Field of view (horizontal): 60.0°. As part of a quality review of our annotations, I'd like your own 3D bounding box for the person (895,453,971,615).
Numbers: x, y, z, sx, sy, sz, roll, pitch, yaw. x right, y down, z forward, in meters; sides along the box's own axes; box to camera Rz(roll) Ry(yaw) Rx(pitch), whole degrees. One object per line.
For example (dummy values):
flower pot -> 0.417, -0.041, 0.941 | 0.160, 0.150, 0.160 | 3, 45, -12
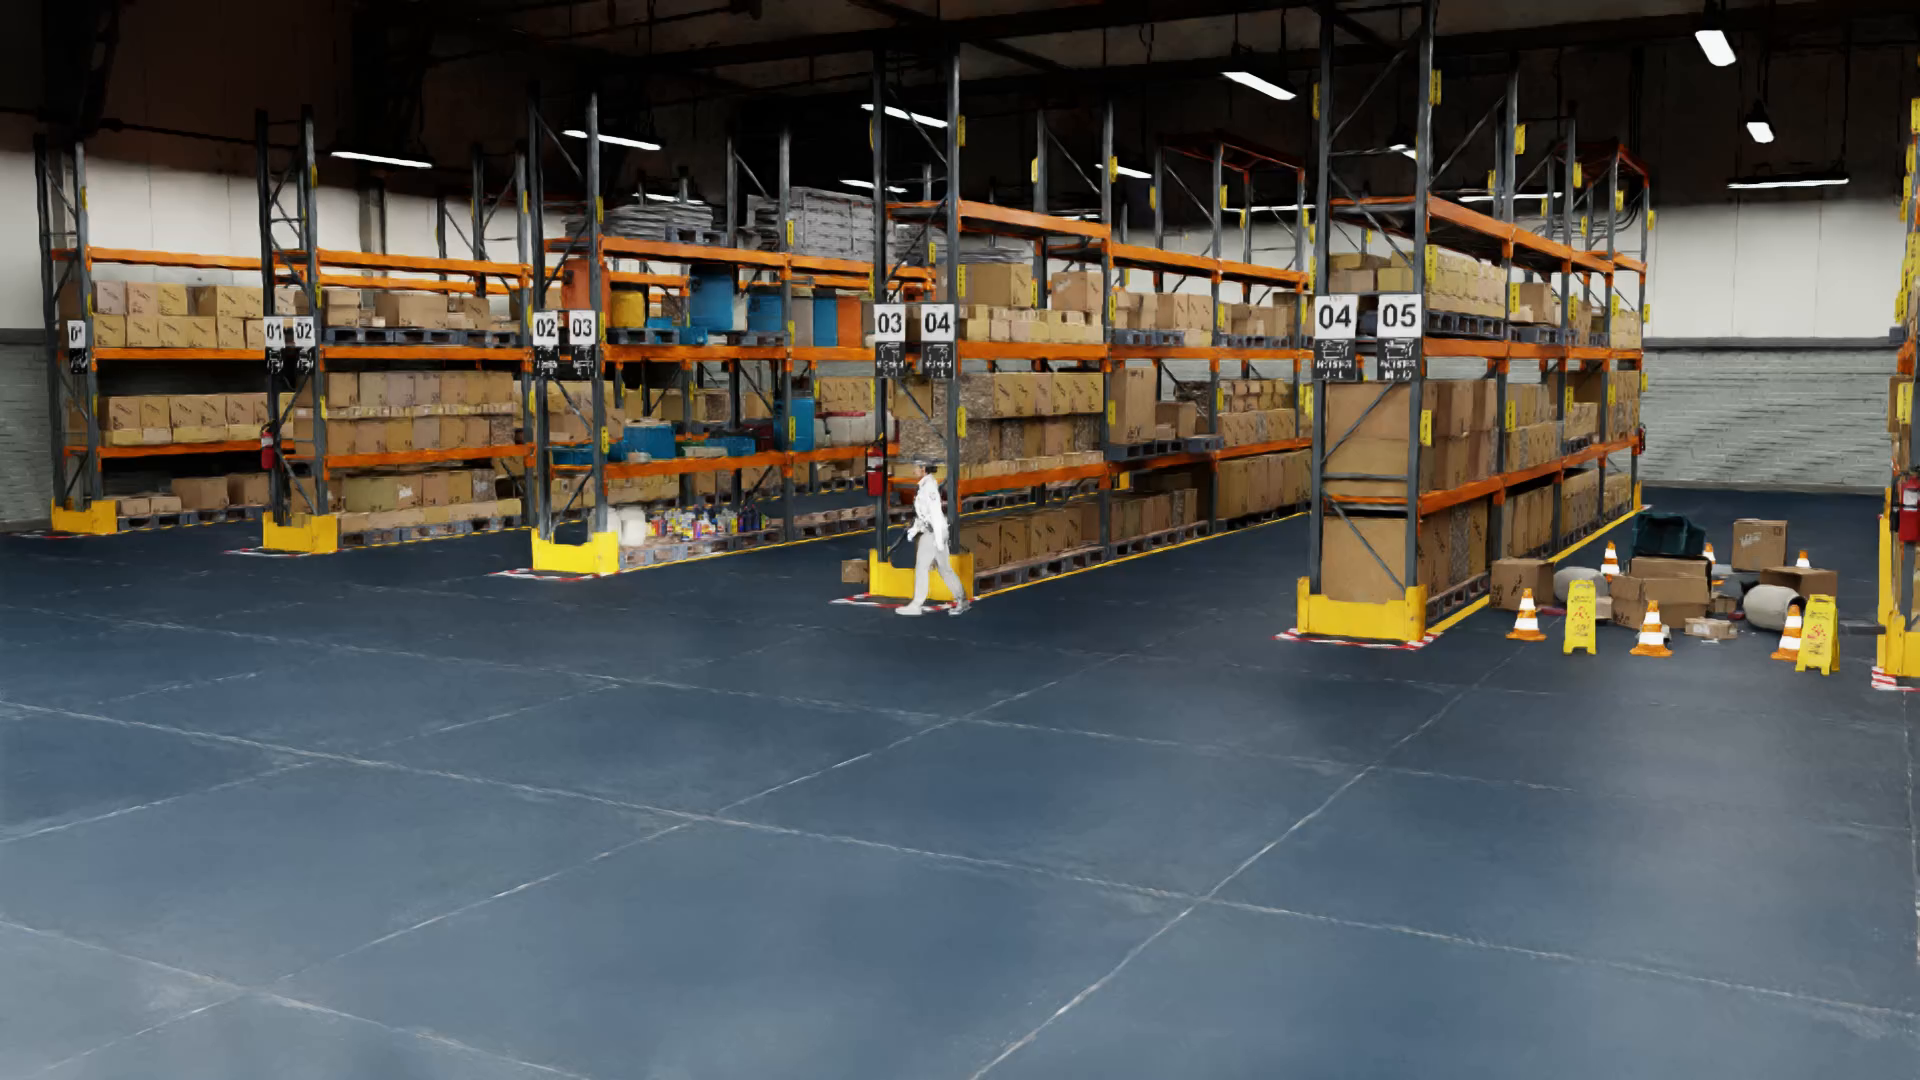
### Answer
person -> -0.281, -0.059, 16.834 | 0.775, 1.639, 0.515 | 1, 6, 7
